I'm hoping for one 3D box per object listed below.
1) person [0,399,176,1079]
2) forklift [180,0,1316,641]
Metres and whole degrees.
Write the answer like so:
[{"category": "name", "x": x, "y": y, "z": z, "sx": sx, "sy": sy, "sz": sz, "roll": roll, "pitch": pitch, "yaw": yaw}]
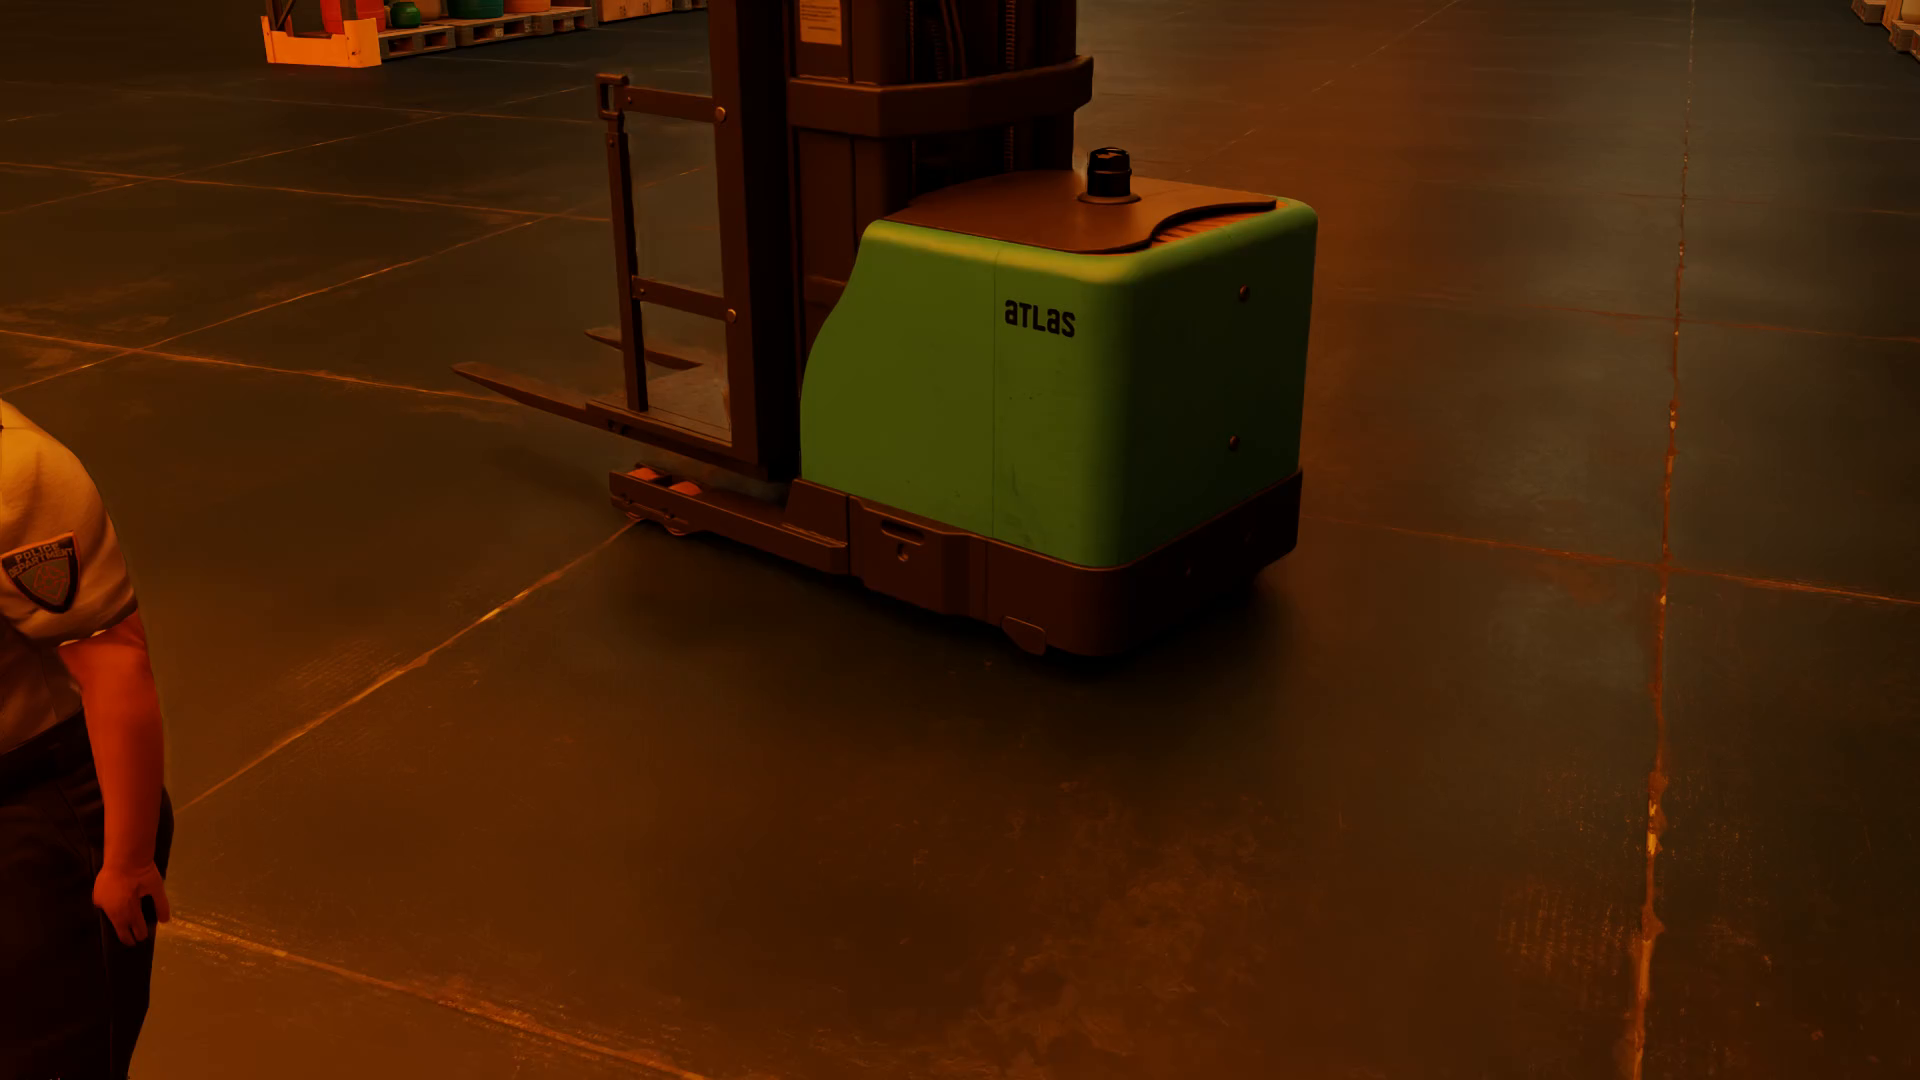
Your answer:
[{"category": "person", "x": -1.235, "y": 0.368, "z": 2.077, "sx": 0.542, "sy": 1.651, "sz": 0.372, "roll": 9, "pitch": 24, "yaw": 21}, {"category": "forklift", "x": -0.606, "y": -1.303, "z": 4.410, "sx": 3.031, "sy": 2.935, "sz": 1.130, "roll": -4, "pitch": 23, "yaw": -10}]
